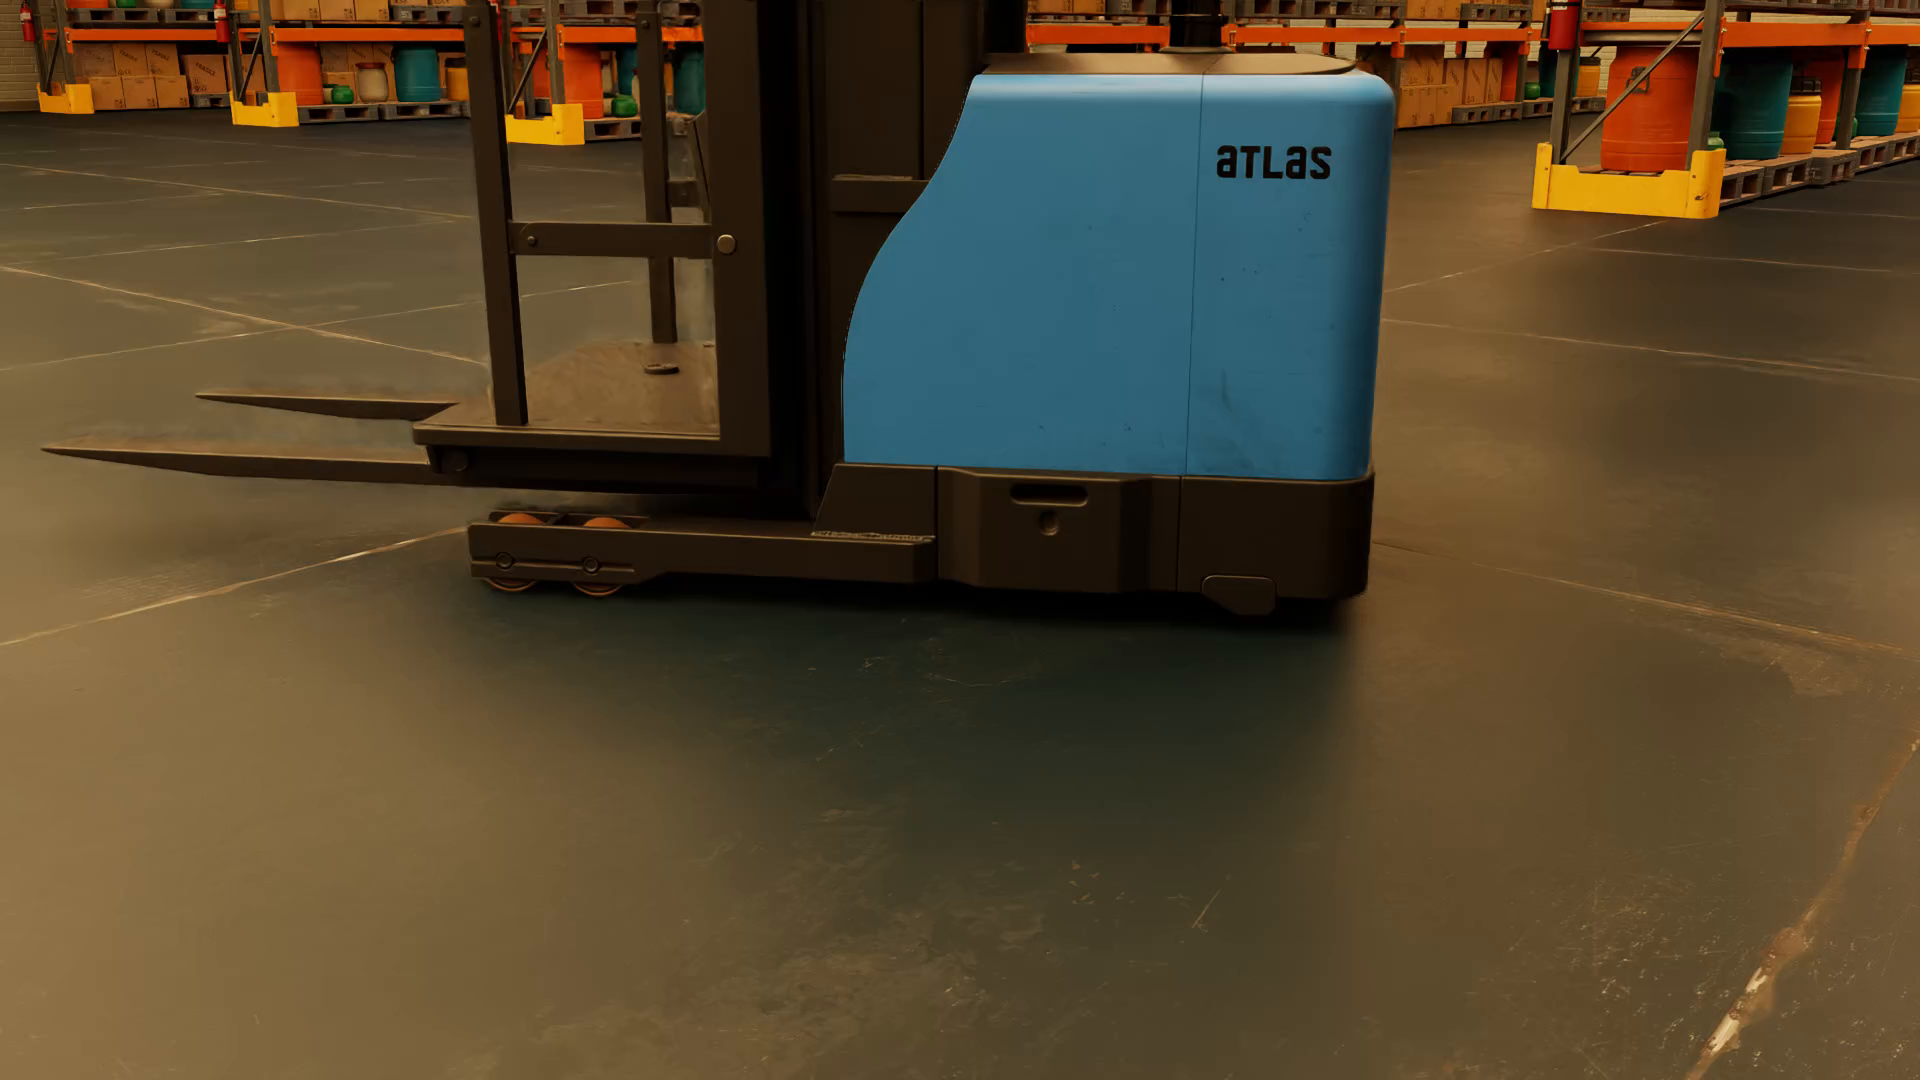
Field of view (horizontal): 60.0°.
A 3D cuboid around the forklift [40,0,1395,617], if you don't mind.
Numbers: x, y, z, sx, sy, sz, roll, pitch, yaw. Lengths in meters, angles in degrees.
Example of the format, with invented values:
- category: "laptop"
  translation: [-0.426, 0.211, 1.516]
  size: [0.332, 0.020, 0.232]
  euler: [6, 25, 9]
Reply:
- category: "forklift"
  translation: [-0.603, -1.430, 3.608]
  size: [3.031, 2.935, 1.130]
  euler: [3, 17, 9]
